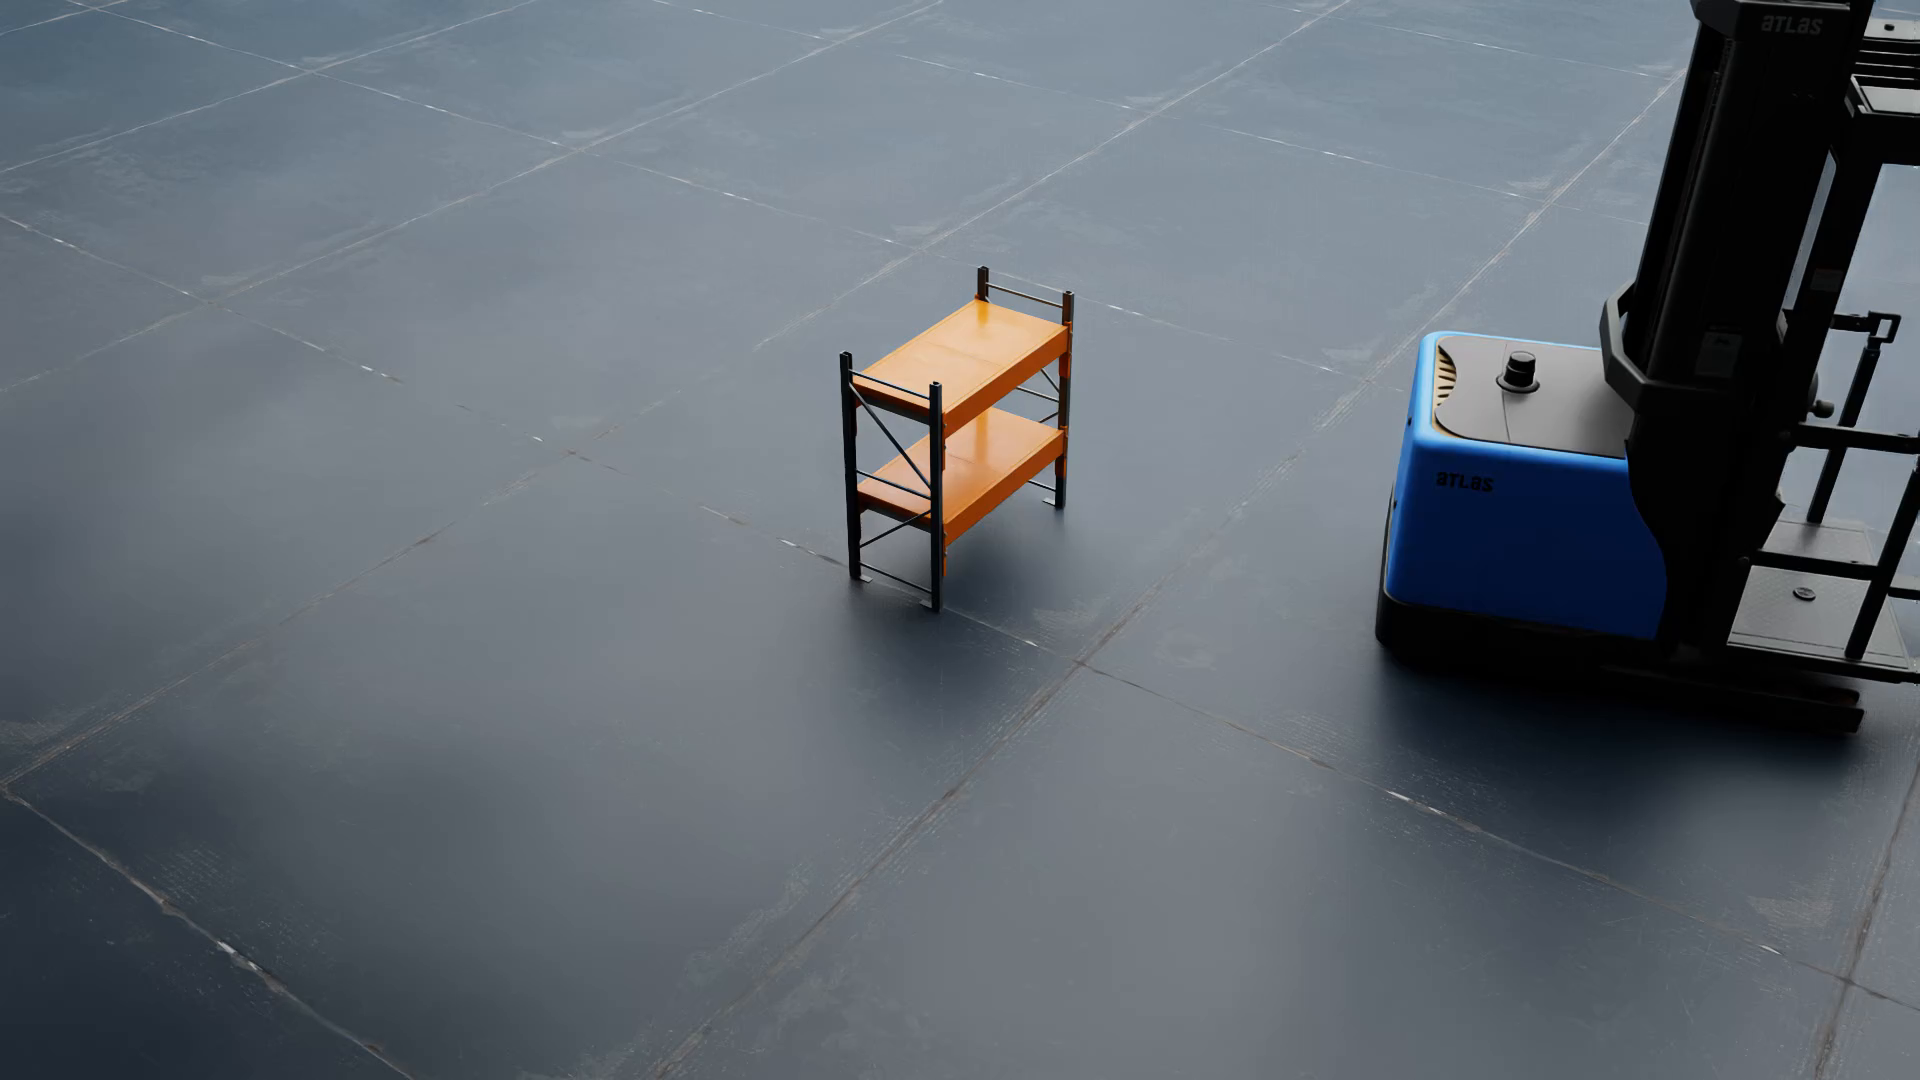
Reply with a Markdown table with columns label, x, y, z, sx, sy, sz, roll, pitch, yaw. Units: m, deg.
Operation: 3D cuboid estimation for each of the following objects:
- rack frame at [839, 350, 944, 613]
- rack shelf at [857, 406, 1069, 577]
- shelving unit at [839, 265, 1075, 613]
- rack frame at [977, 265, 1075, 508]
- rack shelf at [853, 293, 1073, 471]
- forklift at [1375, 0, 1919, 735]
| label | x | y | z | sx | sy | sz | roll | pitch | yaw |
| --- | --- | --- | --- | --- | --- | --- | --- | --- | --- |
| rack frame | -0.286 | -0.235 | 7.094 | 0.500 | 1.125 | 0.032 | 21 | 39 | 28 |
| rack shelf | 0.004 | -0.267 | 7.576 | 0.538 | 0.278 | 1.000 | 21 | 39 | 28 |
| shelving unit | 0.004 | -0.469 | 7.439 | 0.538 | 1.125 | 1.048 | 21 | 39 | 28 |
| rack frame | 0.294 | -0.703 | 7.785 | 0.500 | 1.125 | 0.032 | 21 | 39 | 28 |
| rack shelf | 0.004 | -0.712 | 7.276 | 0.538 | 0.278 | 1.000 | 21 | 39 | 28 |
| forklift | 3.329 | -0.770 | 6.273 | 3.031 | 2.935 | 1.130 | 8 | 35 | 12 |
